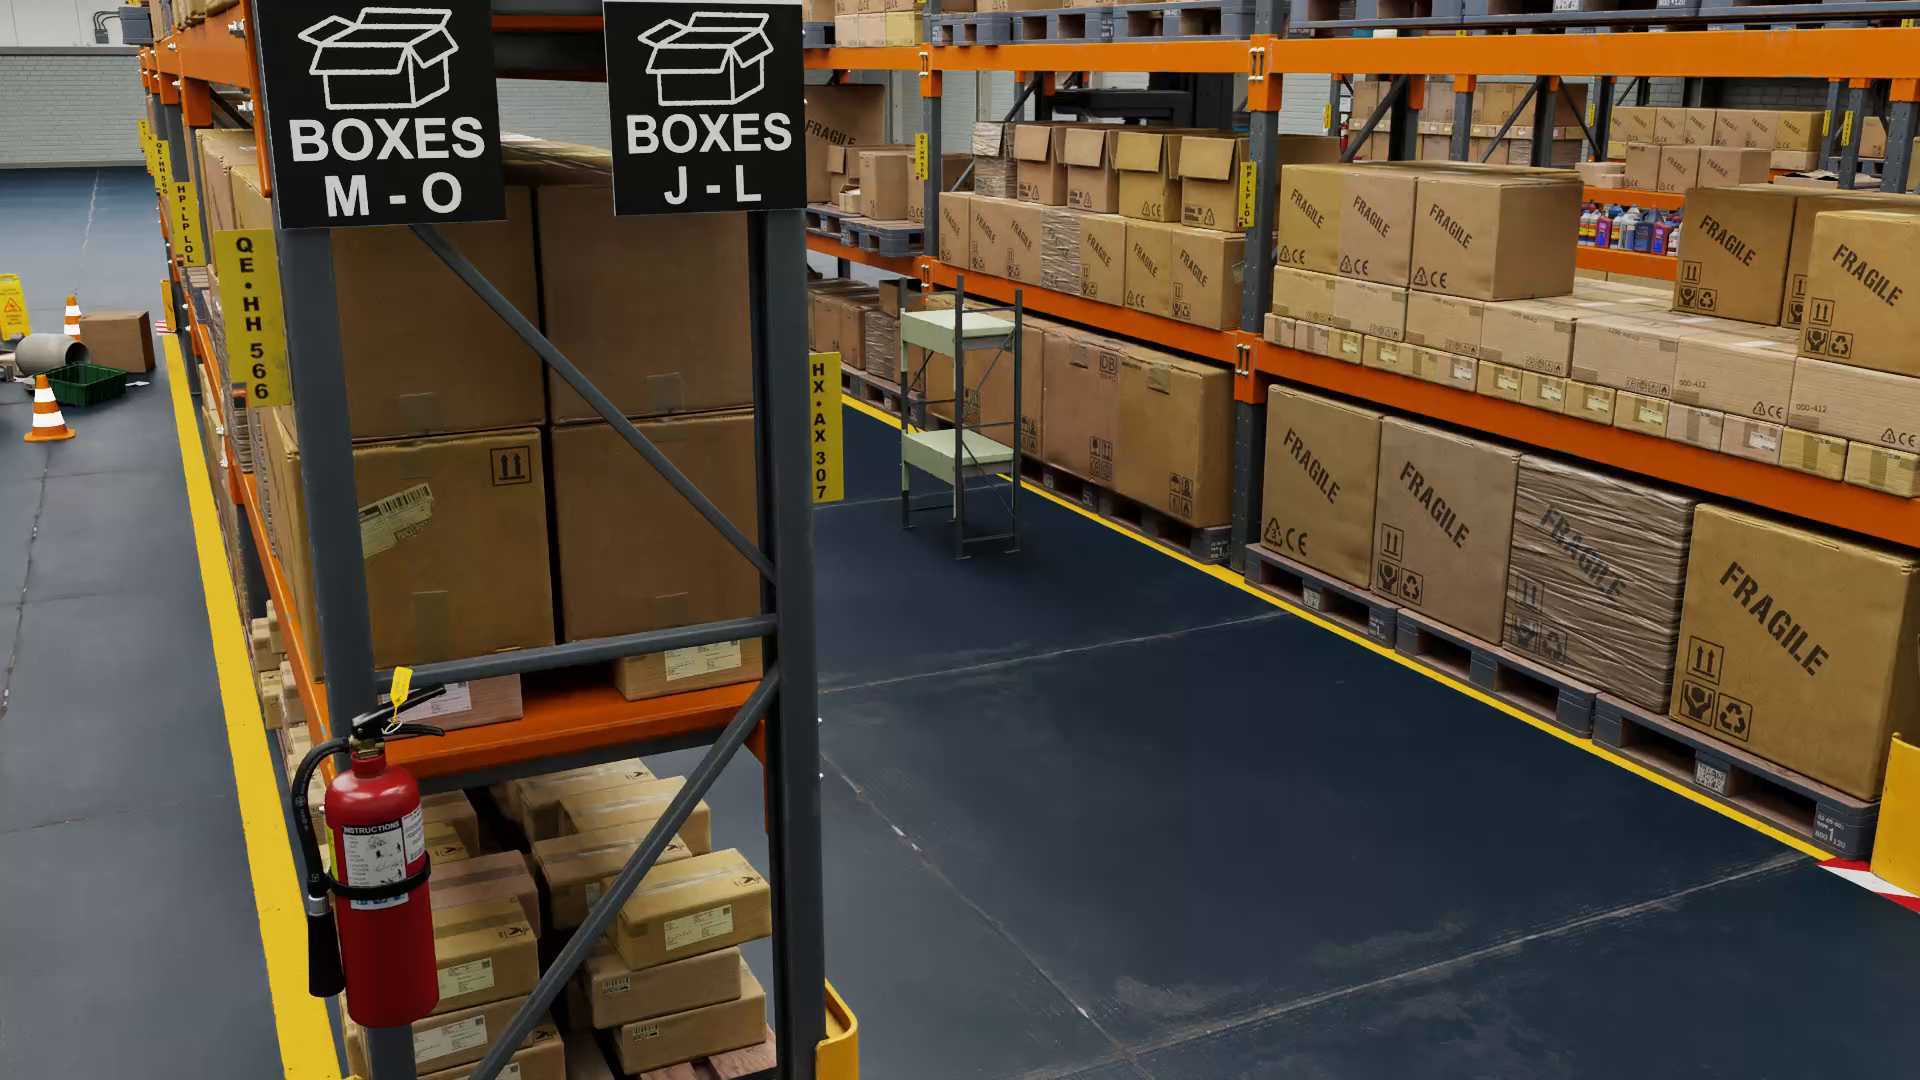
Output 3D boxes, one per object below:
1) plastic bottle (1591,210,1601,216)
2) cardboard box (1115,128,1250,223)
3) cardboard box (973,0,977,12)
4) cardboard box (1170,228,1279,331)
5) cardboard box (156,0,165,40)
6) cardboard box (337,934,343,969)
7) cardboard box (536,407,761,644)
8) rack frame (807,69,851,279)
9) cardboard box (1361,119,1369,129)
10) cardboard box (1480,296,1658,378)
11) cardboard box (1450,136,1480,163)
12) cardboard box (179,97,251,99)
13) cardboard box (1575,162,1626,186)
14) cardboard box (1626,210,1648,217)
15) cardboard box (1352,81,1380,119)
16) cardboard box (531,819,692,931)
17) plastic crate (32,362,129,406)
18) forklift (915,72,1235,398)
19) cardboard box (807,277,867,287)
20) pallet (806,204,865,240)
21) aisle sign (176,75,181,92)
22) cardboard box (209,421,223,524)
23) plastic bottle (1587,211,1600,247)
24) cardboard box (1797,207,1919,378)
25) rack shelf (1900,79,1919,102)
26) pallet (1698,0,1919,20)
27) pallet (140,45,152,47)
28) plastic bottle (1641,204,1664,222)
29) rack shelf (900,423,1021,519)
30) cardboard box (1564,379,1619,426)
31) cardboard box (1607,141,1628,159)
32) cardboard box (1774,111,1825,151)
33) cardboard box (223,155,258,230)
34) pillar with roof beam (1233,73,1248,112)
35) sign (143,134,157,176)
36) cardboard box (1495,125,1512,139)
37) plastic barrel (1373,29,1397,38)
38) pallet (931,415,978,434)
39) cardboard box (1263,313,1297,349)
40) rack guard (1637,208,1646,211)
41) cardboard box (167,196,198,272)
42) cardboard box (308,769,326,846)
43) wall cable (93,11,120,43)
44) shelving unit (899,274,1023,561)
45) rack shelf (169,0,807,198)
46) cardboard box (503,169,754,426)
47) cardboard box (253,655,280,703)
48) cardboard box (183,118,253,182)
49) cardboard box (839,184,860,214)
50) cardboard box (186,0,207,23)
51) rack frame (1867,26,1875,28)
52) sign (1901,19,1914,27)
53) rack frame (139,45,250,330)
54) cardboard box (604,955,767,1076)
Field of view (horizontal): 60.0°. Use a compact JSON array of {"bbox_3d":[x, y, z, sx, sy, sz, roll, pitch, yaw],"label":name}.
[{"bbox_3d":[5.358,-2.682,14.019,0.097,0.201,0.097,0,16,0],"label":"plastic bottle"},{"bbox_3d":[1.385,-2.183,9.920,0.797,0.503,0.637,-7,18,-24],"label":"cardboard box"},{"bbox_3d":[0.235,-4.193,12.400,0.500,0.500,0.500,-7,18,-24],"label":"cardboard box"},{"bbox_3d":[1.512,-1.455,9.201,0.500,0.500,0.500,-8,18,-25],"label":"cardboard box"},{"bbox_3d":[-3.833,-2.811,8.489,0.500,0.500,0.500,-8,18,-25],"label":"cardboard box"},{"bbox_3d":[-1.505,1.043,4.547,0.380,0.149,0.250,-8,18,-27],"label":"cardboard box"},{"bbox_3d":[-0.737,-0.093,3.918,0.500,0.500,0.500,-7,17,-22],"label":"cardboard box"},{"bbox_3d":[-1.542,-3.308,15.838,1.000,3.000,0.127,-8,18,-25],"label":"rack frame"},{"bbox_3d":[5.708,-5.667,22.703,0.380,0.149,0.250,-8,18,-26],"label":"cardboard box"},{"bbox_3d":[2.587,-0.872,7.083,0.500,0.250,0.500,-8,18,-25],"label":"cardboard box"},{"bbox_3d":[6.711,-4.916,21.262,0.700,0.500,0.500,-7,18,-24],"label":"cardboard box"},{"bbox_3d":[-6.634,-3.693,14.951,0.875,0.550,0.550,-8,18,-25],"label":"cardboard box"},{"bbox_3d":[7.619,-4.315,19.620,0.500,0.250,0.500,-6,17,-21],"label":"cardboard box"},{"bbox_3d":[10.286,-4.832,25.227,0.500,0.311,0.500,-10,19,-31],"label":"cardboard box"},{"bbox_3d":[5.828,-6.037,22.816,0.700,0.500,0.500,-8,18,-25],"label":"cardboard box"},{"bbox_3d":[-0.941,0.900,4.505,0.380,0.149,0.250,-7,18,-24],"label":"cardboard box"},{"bbox_3d":[-7.299,-1.294,13.816,0.450,0.188,0.662,11,16,1],"label":"plastic crate"},{"bbox_3d":[1.200,-2.319,12.519,3.031,2.935,1.130,-4,16,-12],"label":"forklift"},{"bbox_3d":[-1.293,-2.163,15.583,0.700,0.500,0.500,-9,18,-29],"label":"cardboard box"},{"bbox_3d":[-0.694,-2.709,14.102,1.003,0.211,1.213,-8,18,-25],"label":"pallet"},{"bbox_3d":[-8.098,-4.956,16.870,0.394,0.787,0.004,-8,18,-25],"label":"aisle sign"},{"bbox_3d":[-3.989,-0.411,9.516,0.500,0.500,0.500,-7,18,-24],"label":"cardboard box"},{"bbox_3d":[4.992,-2.445,13.065,0.097,0.271,0.097,0,16,0],"label":"plastic bottle"},{"bbox_3d":[3.265,-0.852,5.656,0.500,0.500,0.500,-7,18,-24],"label":"cardboard box"},{"bbox_3d":[7.291,-2.523,8.969,1.077,0.370,4.000,-8,18,-25],"label":"rack shelf"},{"bbox_3d":[3.380,-1.914,5.705,1.003,0.211,1.213,-8,18,-25],"label":"pallet"},{"bbox_3d":[-5.115,-3.523,11.492,1.003,0.211,1.213,-7,17,-22],"label":"pallet"},{"bbox_3d":[5.313,-2.412,12.807,0.144,0.351,0.185,-8,18,-25],"label":"plastic bottle"},{"bbox_3d":[-0.003,-0.409,9.640,0.431,0.370,0.720,-8,18,-25],"label":"rack shelf"},{"bbox_3d":[2.700,-0.577,6.779,0.380,0.149,0.250,-8,18,-25],"label":"cardboard box"},{"bbox_3d":[9.992,-5.873,25.015,0.500,0.250,0.500,-8,18,-27],"label":"cardboard box"},{"bbox_3d":[11.331,-5.481,22.289,0.500,0.500,0.500,-8,18,-25],"label":"cardboard box"},{"bbox_3d":[-1.670,-0.766,4.450,0.500,0.500,0.500,-7,17,-22],"label":"cardboard box"},{"bbox_3d":[2.021,-11.365,33.040,9.100,9.000,0.400,-8,18,-25],"label":"pillar with roof beam"},{"bbox_3d":[-6.544,-3.120,13.472,0.100,0.325,0.005,-8,18,-25],"label":"sign"},{"bbox_3d":[6.829,-5.031,20.488,0.380,0.149,0.250,-8,18,-27],"label":"cardboard box"},{"bbox_3d":[3.895,-4.577,15.074,0.301,0.262,0.301,0,16,0],"label":"plastic barrel"},{"bbox_3d":[0.488,-0.771,12.054,1.003,0.211,1.213,-8,18,-25],"label":"pallet"},{"bbox_3d":[1.793,-1.090,8.565,0.380,0.149,0.250,-8,18,-25],"label":"cardboard box"},{"bbox_3d":[10.097,-4.875,25.831,1.175,0.500,0.348,-8,18,-25],"label":"rack guard"},{"bbox_3d":[-5.168,-2.117,11.507,0.500,0.500,0.500,-8,18,-26],"label":"cardboard box"},{"bbox_3d":[-1.758,0.774,4.943,0.380,0.149,0.250,-7,17,-23],"label":"cardboard box"},{"bbox_3d":[-21.872,-16.210,43.758,2.305,6.003,0.169,-8,18,-25],"label":"wall cable"},{"bbox_3d":[-0.003,-0.723,9.550,0.431,1.500,0.755,-8,18,-25],"label":"shelving unit"},{"bbox_3d":[-1.664,-1.350,4.882,1.077,0.370,4.000,-8,18,-25],"label":"rack shelf"},{"bbox_3d":[-0.746,-0.573,3.775,0.500,0.500,0.500,-8,18,-25],"label":"cardboard box"},{"bbox_3d":[-2.670,0.548,6.810,0.380,0.149,0.250,-9,18,-27],"label":"cardboard box"},{"bbox_3d":[-5.154,-2.761,11.942,0.700,0.500,0.500,-8,18,-25],"label":"cardboard box"},{"bbox_3d":[-0.763,-2.834,13.670,0.396,0.266,0.258,-8,18,-26],"label":"cardboard box"},{"bbox_3d":[-1.911,-1.588,4.680,0.500,0.250,0.500,-7,17,-22],"label":"cardboard box"},{"bbox_3d":[9.117,-6.395,15.723,1.000,3.000,0.127,-8,18,-25],"label":"rack frame"},{"bbox_3d":[5.919,-3.302,10.367,0.100,0.325,0.005,-8,18,-25],"label":"sign"},{"bbox_3d":[-7.798,-3.725,17.293,1.000,3.000,0.127,-8,18,-25],"label":"rack frame"},{"bbox_3d":[-0.730,1.242,4.391,0.380,0.149,0.250,-7,18,-24],"label":"cardboard box"}]
